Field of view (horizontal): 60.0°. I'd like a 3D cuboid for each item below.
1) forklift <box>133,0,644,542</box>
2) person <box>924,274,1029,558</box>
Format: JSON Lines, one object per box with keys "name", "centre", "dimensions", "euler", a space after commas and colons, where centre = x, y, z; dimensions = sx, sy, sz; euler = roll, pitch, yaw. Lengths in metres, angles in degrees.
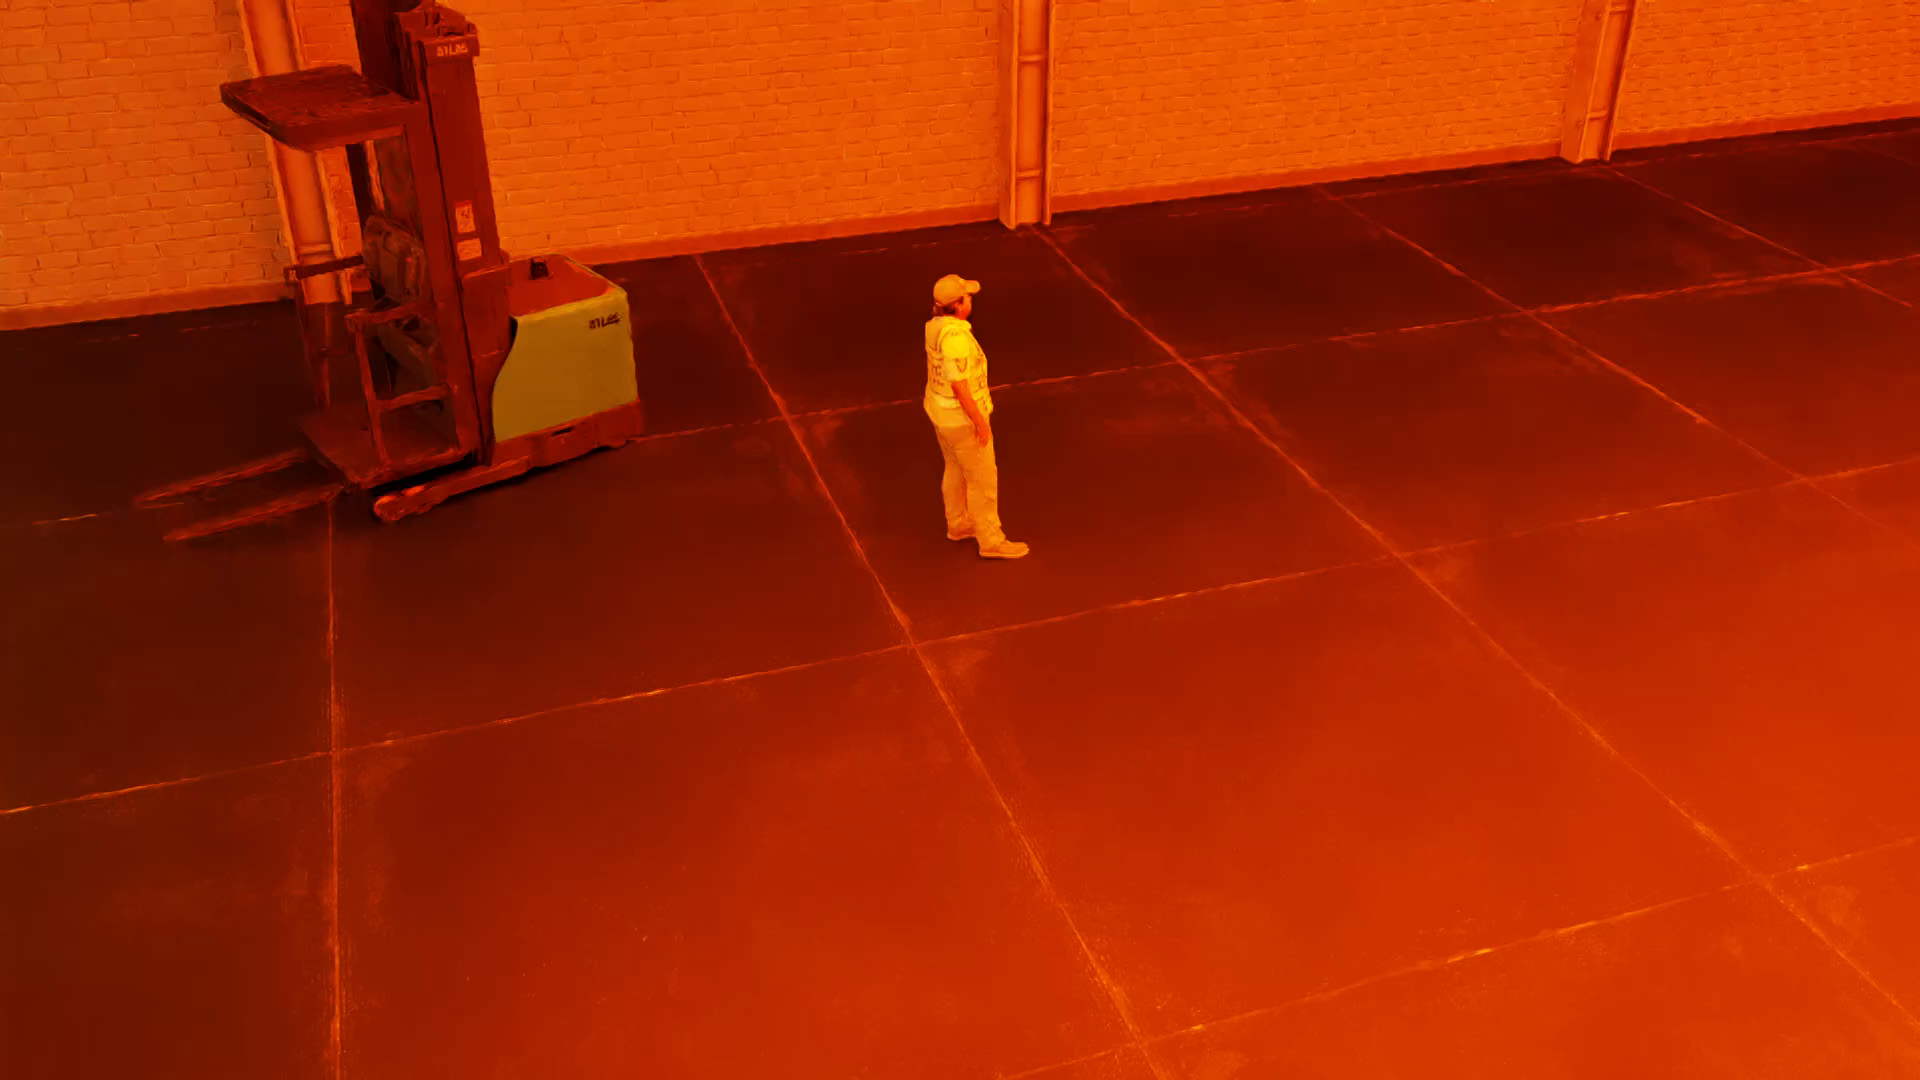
{"name": "forklift", "centre": [-3.592, -1.672, 9.993], "dimensions": [3.031, 2.935, 1.130], "euler": [-22, 36, -33]}
{"name": "person", "centre": [0.080, -0.730, 9.609], "dimensions": [0.529, 1.669, 0.598], "euler": [-10, 31, -16]}
